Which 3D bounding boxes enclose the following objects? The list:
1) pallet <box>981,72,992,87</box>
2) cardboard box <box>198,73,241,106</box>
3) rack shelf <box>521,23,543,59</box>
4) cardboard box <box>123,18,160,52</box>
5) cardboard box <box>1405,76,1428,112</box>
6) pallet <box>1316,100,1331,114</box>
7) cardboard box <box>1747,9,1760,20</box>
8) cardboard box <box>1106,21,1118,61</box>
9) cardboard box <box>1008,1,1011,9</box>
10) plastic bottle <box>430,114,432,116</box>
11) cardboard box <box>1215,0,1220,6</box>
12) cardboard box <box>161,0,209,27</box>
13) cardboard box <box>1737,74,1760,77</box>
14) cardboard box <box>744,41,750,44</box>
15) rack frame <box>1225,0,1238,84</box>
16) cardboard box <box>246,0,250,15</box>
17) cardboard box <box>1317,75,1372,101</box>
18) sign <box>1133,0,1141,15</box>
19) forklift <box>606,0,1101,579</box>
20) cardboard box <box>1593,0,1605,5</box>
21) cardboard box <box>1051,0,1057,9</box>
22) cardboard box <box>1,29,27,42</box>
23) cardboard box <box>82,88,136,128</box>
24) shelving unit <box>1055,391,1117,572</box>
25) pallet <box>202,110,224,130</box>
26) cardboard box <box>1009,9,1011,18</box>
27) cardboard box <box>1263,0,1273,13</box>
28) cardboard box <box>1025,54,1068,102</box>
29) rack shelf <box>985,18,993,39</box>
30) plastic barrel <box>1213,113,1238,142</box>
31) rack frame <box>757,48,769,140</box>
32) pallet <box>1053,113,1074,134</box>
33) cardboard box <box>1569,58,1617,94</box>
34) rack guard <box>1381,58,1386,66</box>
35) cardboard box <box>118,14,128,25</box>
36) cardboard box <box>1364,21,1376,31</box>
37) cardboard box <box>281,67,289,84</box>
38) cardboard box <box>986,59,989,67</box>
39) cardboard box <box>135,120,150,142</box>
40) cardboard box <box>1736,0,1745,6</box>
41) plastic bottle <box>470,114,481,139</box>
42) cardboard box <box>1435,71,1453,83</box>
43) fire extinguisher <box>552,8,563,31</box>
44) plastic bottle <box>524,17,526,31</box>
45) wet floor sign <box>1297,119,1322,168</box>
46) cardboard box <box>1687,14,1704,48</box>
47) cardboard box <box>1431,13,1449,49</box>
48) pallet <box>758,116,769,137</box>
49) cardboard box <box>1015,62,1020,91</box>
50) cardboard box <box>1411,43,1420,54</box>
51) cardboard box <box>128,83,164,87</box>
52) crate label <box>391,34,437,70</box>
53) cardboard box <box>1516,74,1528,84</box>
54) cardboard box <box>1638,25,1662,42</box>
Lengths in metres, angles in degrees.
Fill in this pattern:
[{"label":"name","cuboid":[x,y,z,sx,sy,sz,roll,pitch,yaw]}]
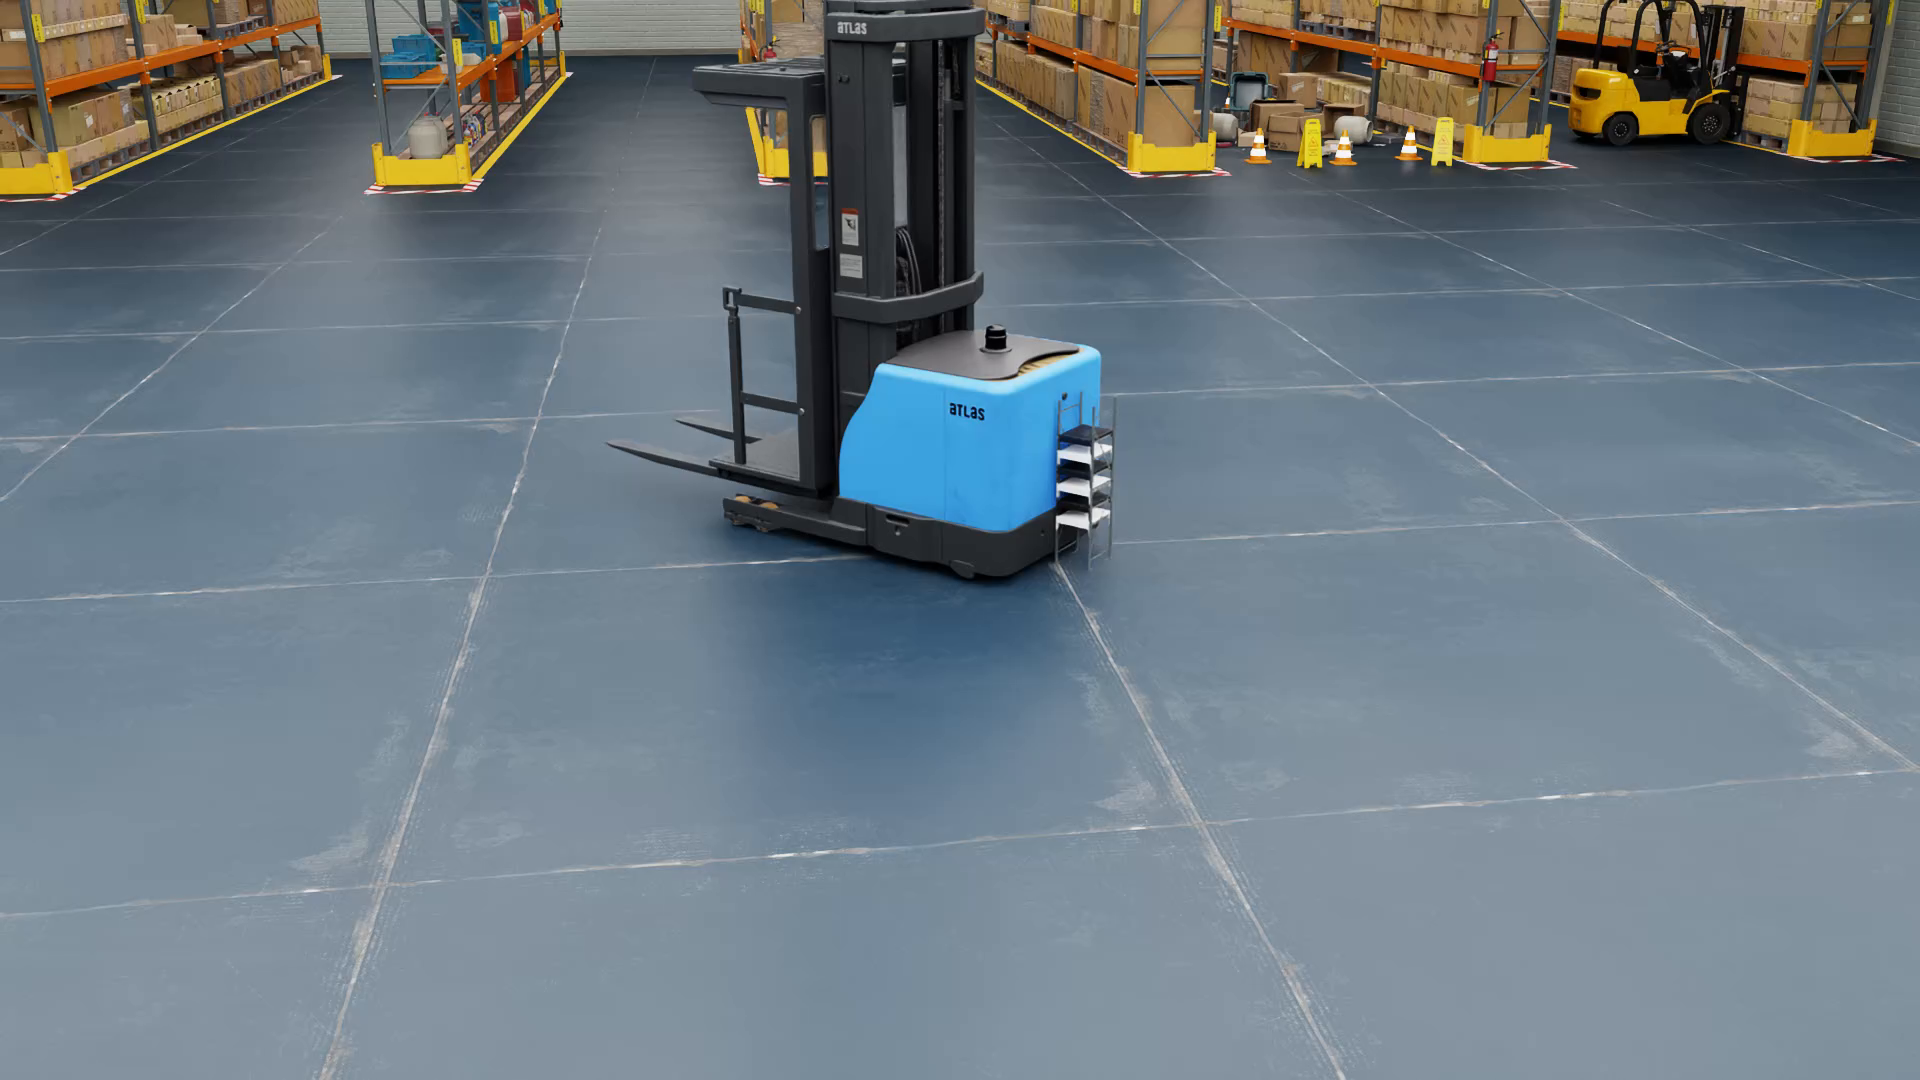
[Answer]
[{"label":"pallet","cuboid":[1.032,-9.588,34.585,1.003,0.211,1.213,-3,21,-8]},{"label":"cardboard box","cuboid":[-12.768,-7.772,28.681,0.500,0.500,0.500,-2,21,-5]},{"label":"rack shelf","cuboid":[-8.372,-9.169,30.506,1.077,0.370,4.000,-3,21,-8]},{"label":"cardboard box","cuboid":[-12.579,-7.676,25.337,0.500,0.500,0.500,-1,21,-4]},{"label":"cardboard box","cuboid":[7.181,-6.856,25.542,0.500,0.500,0.500,-2,21,-5]},{"label":"pallet","cuboid":[6.908,-7.564,29.168,1.003,0.211,1.213,-3,21,-8]},{"label":"cardboard box","cuboid":[12.153,-7.944,25.129,0.380,0.149,0.250,-3,21,-7]},{"label":"cardboard box","cuboid":[2.621,-7.276,24.195,0.875,0.550,0.500,-3,21,-8]},{"label":"cardboard box","cuboid":[1.103,-9.915,30.808,0.380,0.149,0.250,-3,21,-8]},{"label":"plastic bottle","cuboid":[-7.895,-6.224,24.864,0.097,0.271,0.097,0,20,0]},{"label":"cardboard box","cuboid":[5.648,-11.320,35.095,0.500,0.500,0.500,-3,21,-9]},{"label":"cardboard box","cuboid":[-13.188,-9.021,28.338,0.700,0.500,0.500,-10,23,-26]},{"label":"cardboard box","cuboid":[12.086,-7.092,25.818,0.500,0.250,0.500,-3,21,-9]},{"label":"cardboard box","cuboid":[-3.382,-8.813,30.963,1.225,0.875,0.875,-3,21,-8]},{"label":"rack frame","cuboid":[6.048,-10.948,34.241,1.000,3.000,0.127,-3,21,-8]},{"label":"cardboard box","cuboid":[-13.888,-10.157,31.980,0.500,0.500,0.500,-3,21,-7]},{"label":"cardboard box","cuboid":[6.810,-8.077,29.711,0.950,0.372,0.625,-3,21,-9]},{"label":"sign","cuboid":[2.355,-7.139,22.050,0.100,0.325,0.005,-3,21,-8]},{"label":"forklift","cuboid":[-0.732,-1.555,9.190,3.031,2.935,1.130,14,24,32]},{"label":"cardboard box","cuboid":[11.487,-9.594,29.545,0.380,0.149,0.250,-2,21,-7]},{"label":"cardboard box","cuboid":[1.946,-9.285,28.217,0.700,0.500,0.500,-3,21,-9]},{"label":"cardboard box","cuboid":[-11.676,-6.292,20.706,0.380,0.149,0.250,-3,21,-8]},{"label":"cardboard box","cuboid":[-12.065,-6.116,23.563,0.500,0.500,0.500,-3,21,-8]},{"label":"shelving unit","cuboid":[0.660,-0.307,8.753,0.210,0.900,0.258,14,24,32]},{"label":"pallet","cuboid":[-12.905,-6.971,27.580,1.003,0.211,1.213,-3,21,-8]},{"label":"cardboard box","cuboid":[1.111,-9.766,30.837,0.380,0.149,0.250,-3,21,-8]},{"label":"cardboard box","cuboid":[6.132,-10.235,31.833,0.500,0.250,0.500,-3,21,-9]},{"label":"cardboard box","cuboid":[1.739,-8.206,29.514,1.050,0.750,0.750,-3,21,-8]},{"label":"rack shelf","cuboid":[0.876,-11.019,35.459,1.077,0.370,4.000,-3,21,-8]},{"label":"plastic barrel","cuboid":[3.999,-6.371,25.669,0.512,0.421,0.421,12,24,30]},{"label":"rack frame","cuboid":[-2.605,-7.678,25.487,1.000,3.000,0.127,-3,21,-8]},{"label":"pallet","cuboid":[2.131,-6.850,27.256,1.003,0.211,1.213,-3,21,-8]},{"label":"cardboard box","cuboid":[11.714,-8.456,30.364,0.875,0.625,0.625,-2,21,-6]},{"label":"rack guard","cuboid":[10.393,-11.387,38.990,1.175,0.500,0.348,-3,21,-8]},{"label":"cardboard box","cuboid":[-12.158,-7.447,23.798,0.380,0.149,0.250,-3,21,-8]},{"label":"cardboard box","cuboid":[6.854,-8.421,27.235,0.380,0.149,0.250,-3,21,-7]},{"label":"cardboard box","cuboid":[-13.409,-9.052,32.380,0.500,0.311,0.500,-3,21,-8]},{"label":"cardboard box","cuboid":[0.753,-9.850,34.350,0.380,0.149,0.250,-4,21,-10]},{"label":"cardboard box","cuboid":[-12.126,-5.939,24.160,0.500,0.250,0.500,-3,21,-8]},{"label":"cardboard box","cuboid":[12.182,-8.267,25.568,0.380,0.149,0.250,-3,21,-8]},{"label":"plastic bottle","cuboid":[-7.054,-6.007,24.169,0.144,0.351,0.185,-3,21,-8]},{"label":"cardboard box","cuboid":[7.252,-6.832,24.552,0.380,0.149,0.250,-3,21,-7]},{"label":"fire extinguisher","cuboid":[-8.809,-11.447,36.222,0.296,0.674,0.183,-3,21,-8]},{"label":"plastic bottle","cuboid":[-8.027,-9.518,30.578,0.061,0.283,0.133,-3,21,-8]},{"label":"wet floor sign","cuboid":[4.857,-5.495,23.007,0.267,0.644,0.232,-7,21,-17]},{"label":"cardboard box","cuboid":[12.009,-8.130,26.554,0.500,0.500,0.500,-3,21,-7]},{"label":"cardboard box","cuboid":[7.290,-7.500,24.442,0.500,0.500,0.500,-3,21,-8]},{"label":"pallet","cuboid":[-2.719,-6.641,26.696,1.003,0.211,1.213,-3,21,-8]},{"label":"cardboard box","cuboid":[1.316,-8.699,31.191,0.500,0.500,0.500,-2,21,-6]},{"label":"cardboard box","cuboid":[7.104,-7.492,25.346,0.380,0.149,0.250,-3,21,-7]},{"label":"cardboard box","cuboid":[-13.045,-7.182,26.686,0.500,0.311,0.500,-3,21,-9]},{"label":"crate label","cuboid":[-7.463,-6.684,22.773,0.502,0.435,0.616,-3,21,-8]},{"label":"cardboard box","cuboid":[11.200,-9.150,32.399,0.500,0.500,0.500,-3,21,-9]},{"label":"cardboard box","cuboid":[11.781,-8.521,27.957,0.500,0.250,0.500,-2,21,-7]}]
